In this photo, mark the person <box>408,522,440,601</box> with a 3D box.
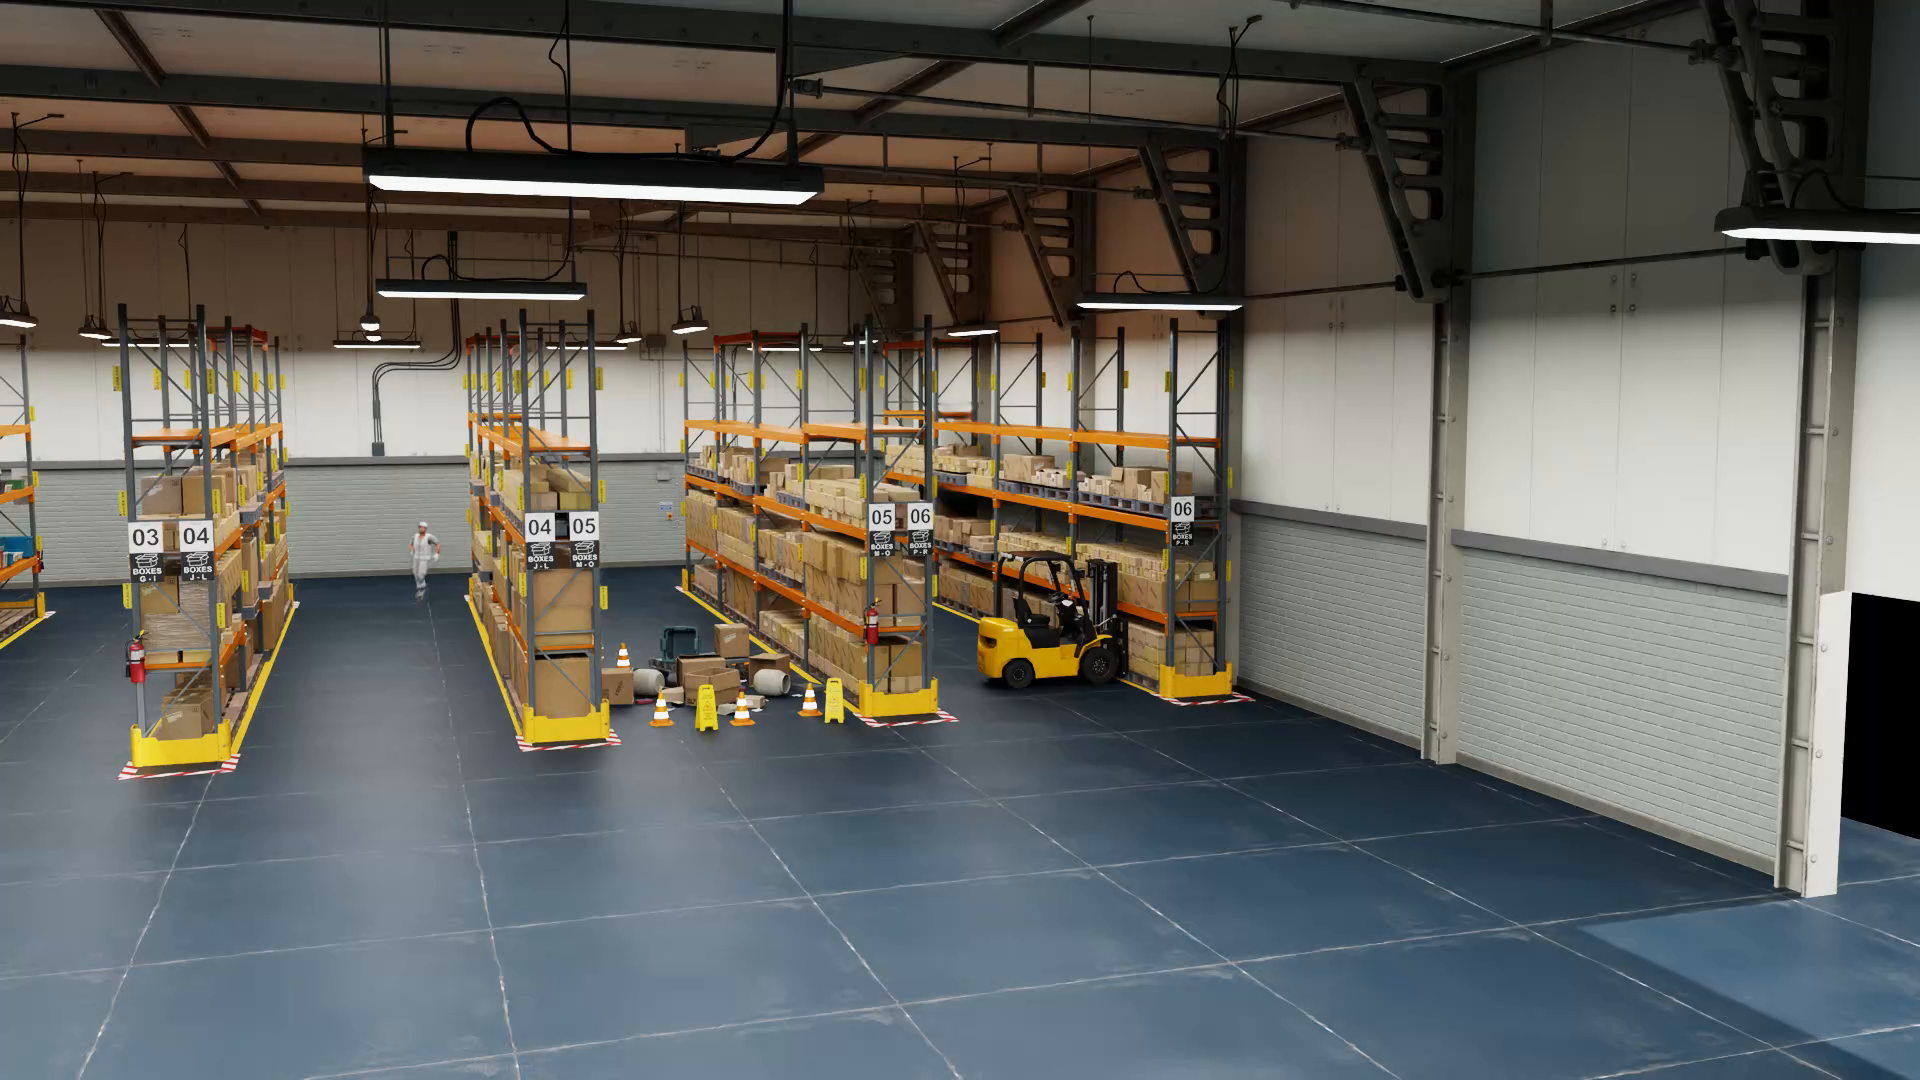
[{"bbox_3d":[-12.372,0.506,38.338,0.717,1.875,0.631,1,5,8],"label":"person"}]
